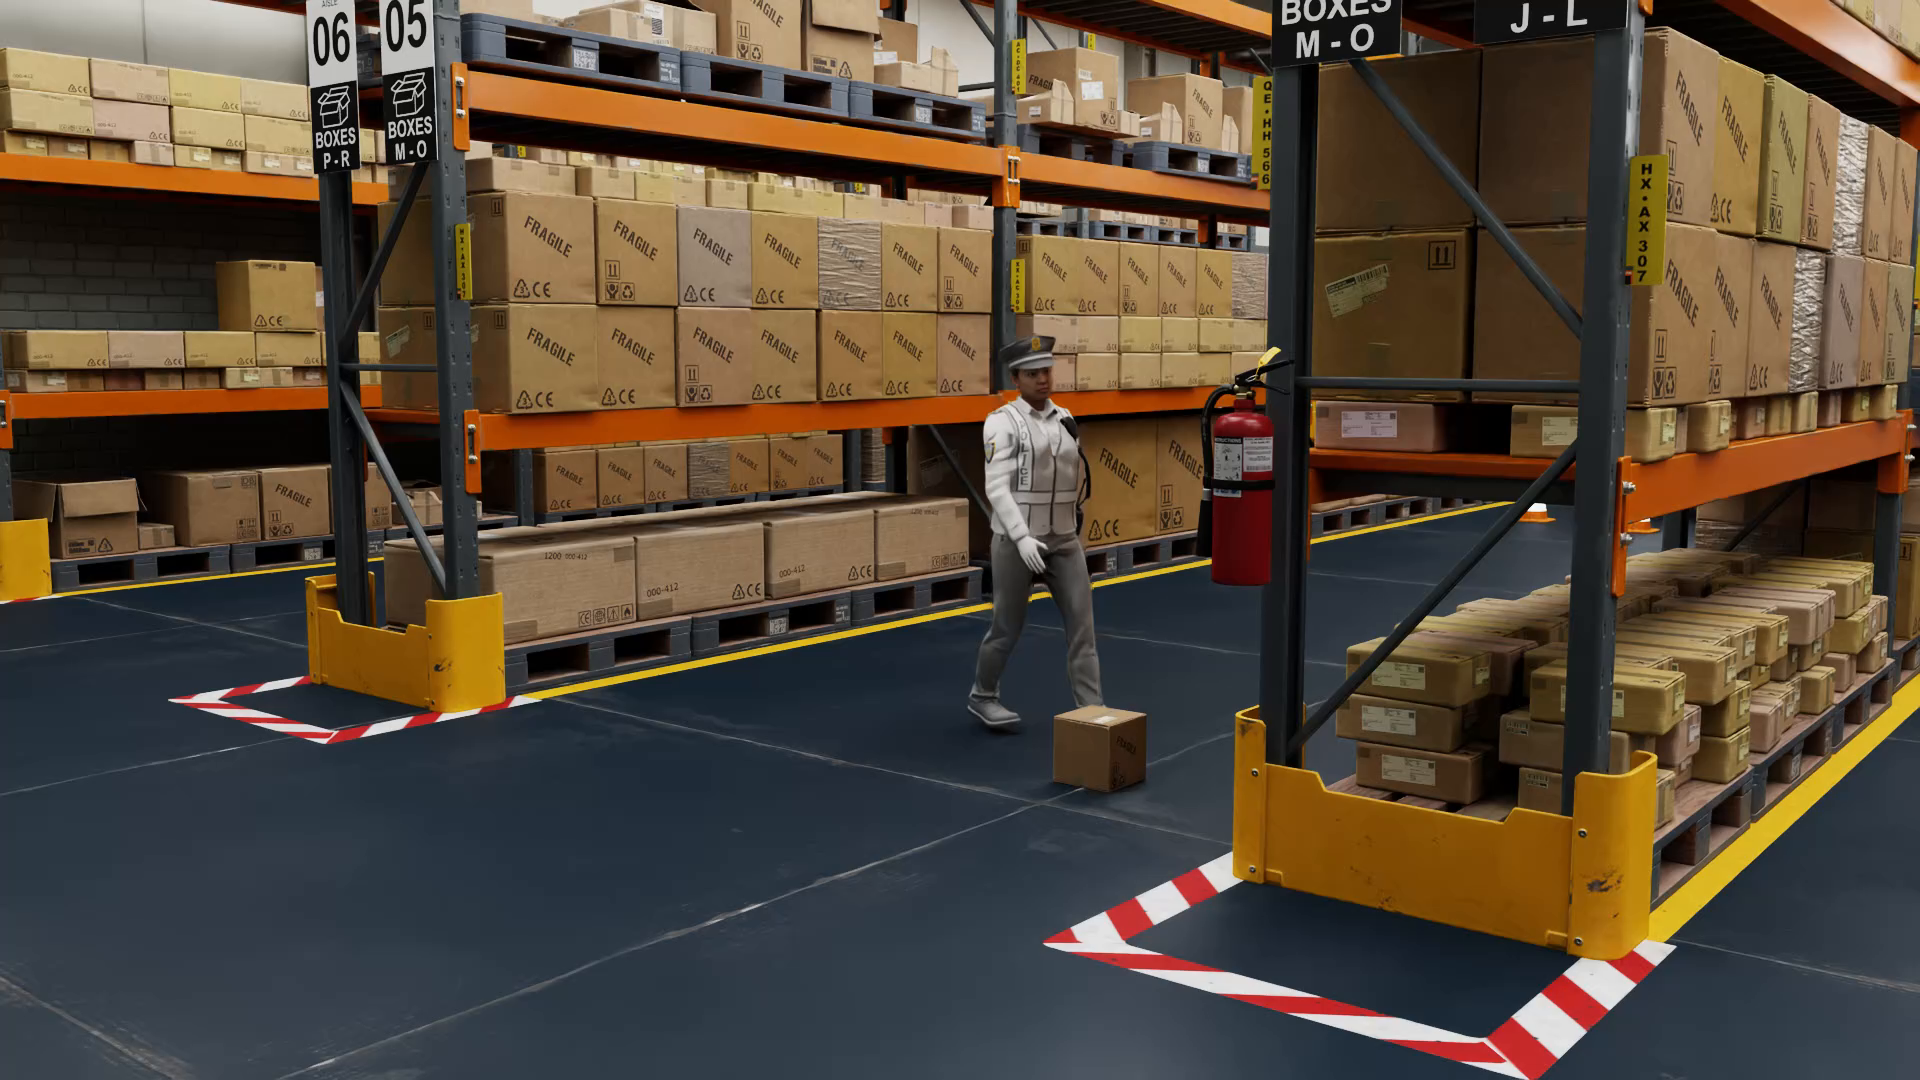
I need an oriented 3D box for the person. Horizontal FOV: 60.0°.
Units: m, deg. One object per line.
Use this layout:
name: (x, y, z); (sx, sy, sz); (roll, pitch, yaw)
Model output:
person: (0.334, 0.001, 6.692); (0.491, 1.641, 0.877); (-4, 8, -28)
